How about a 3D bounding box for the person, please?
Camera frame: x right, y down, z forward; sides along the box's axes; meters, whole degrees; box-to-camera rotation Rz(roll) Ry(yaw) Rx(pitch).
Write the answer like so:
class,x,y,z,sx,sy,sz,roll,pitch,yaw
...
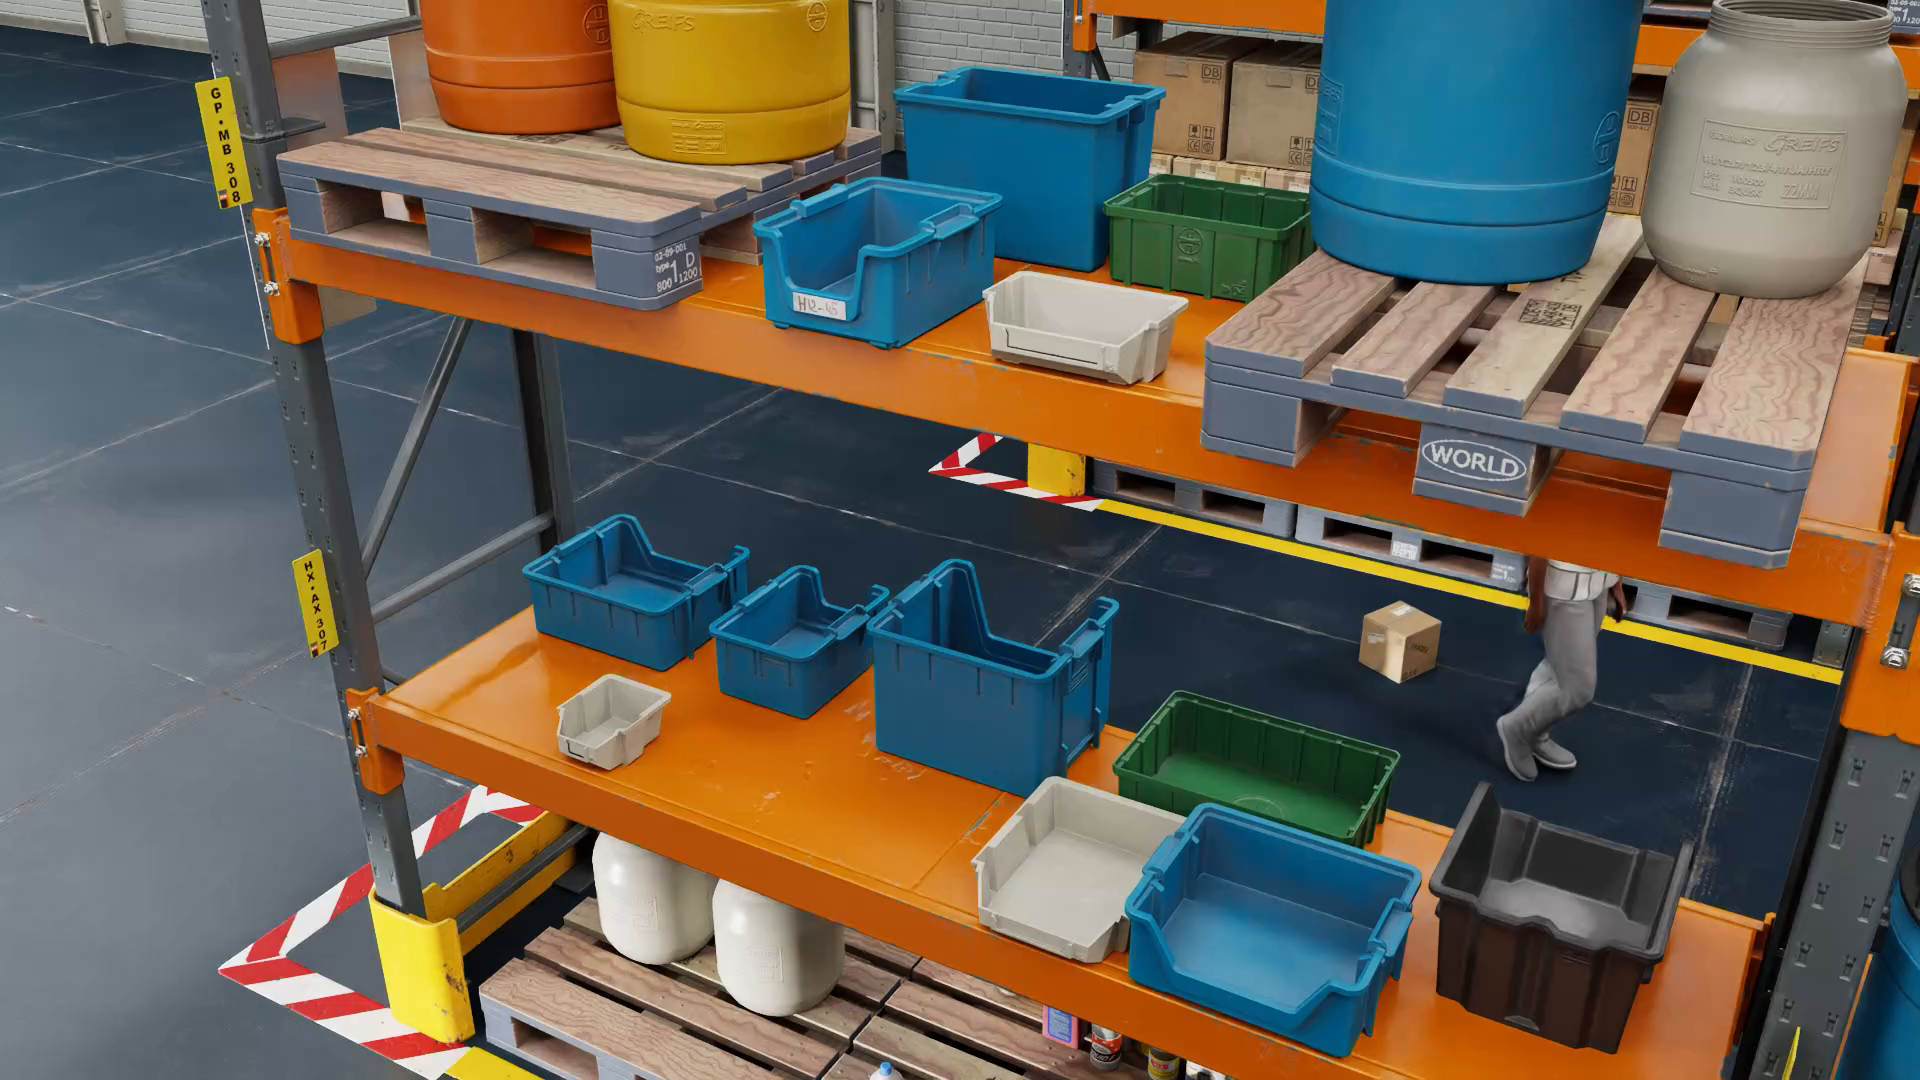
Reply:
class,x,y,z,sx,sy,sz,roll,pitch,yaw
person,2.463,0.234,6.627,0.458,1.687,0.409,-22,34,-37
